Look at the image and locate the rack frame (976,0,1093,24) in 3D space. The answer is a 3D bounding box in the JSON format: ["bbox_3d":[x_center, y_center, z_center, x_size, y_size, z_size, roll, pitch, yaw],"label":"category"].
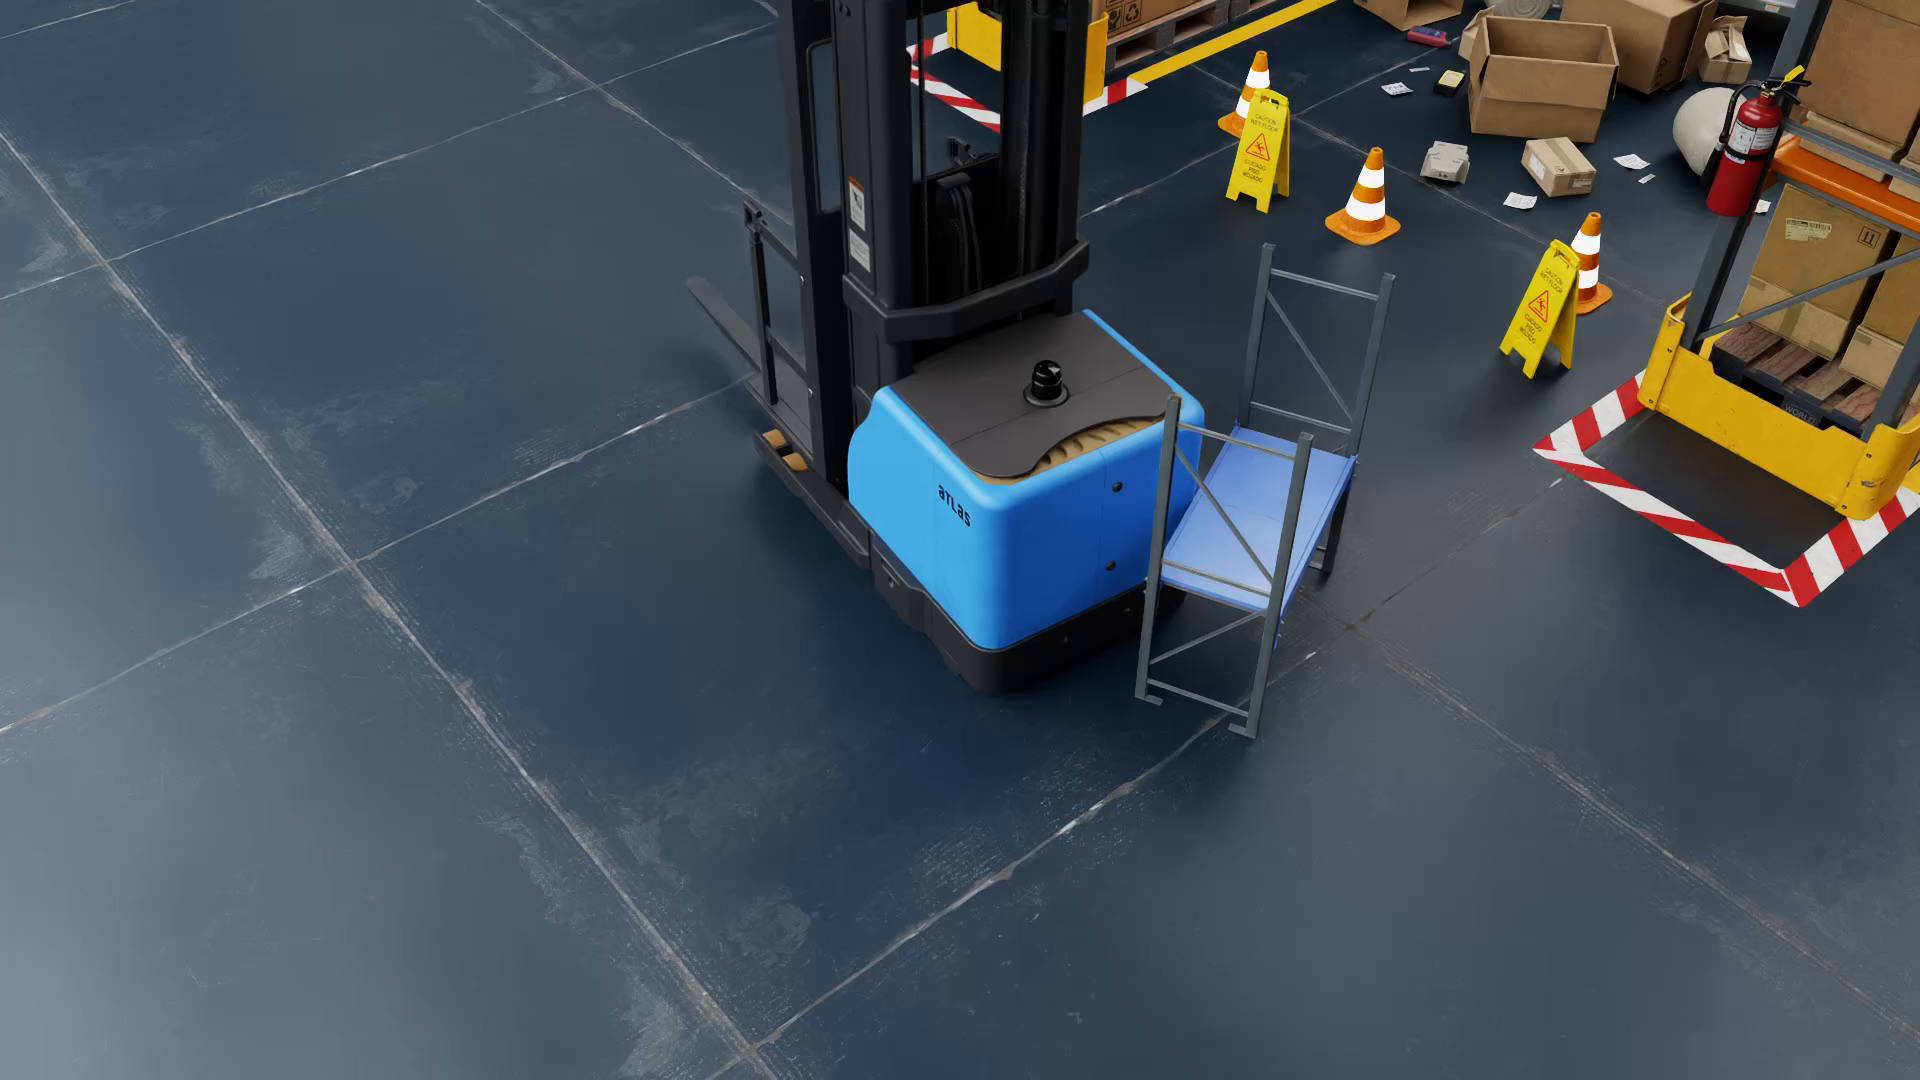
[{"bbox_3d":[0.414,-4.064,9.386,0.127,3.000,1.000,-30,51,-28],"label":"rack frame"}]

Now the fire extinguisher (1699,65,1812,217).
[{"bbox_3d":[3.284,-1.673,6.897,0.183,0.674,0.296,-30,51,-28],"label":"fire extinguisher"}]

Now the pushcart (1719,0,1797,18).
[{"bbox_3d":[5.235,-3.486,10.686,1.648,0.377,0.936,22,47,21],"label":"pushcart"}]

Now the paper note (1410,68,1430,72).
[{"bbox_3d":[2.866,-2.932,10.365,0.123,0.001,0.032,-7,44,-7],"label":"paper note"}]

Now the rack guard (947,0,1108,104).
[{"bbox_3d":[0.396,-3.143,10.231,0.348,0.500,1.175,-30,51,-28],"label":"rack guard"}]

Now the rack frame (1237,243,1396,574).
[{"bbox_3d":[1.365,-0.487,6.673,0.500,1.500,0.032,18,46,18],"label":"rack frame"}]

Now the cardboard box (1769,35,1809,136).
[{"bbox_3d":[5.041,-2.600,9.651,0.500,0.500,0.500,0,43,0],"label":"cardboard box"}]

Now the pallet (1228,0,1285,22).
[{"bbox_3d":[1.913,-3.973,11.326,1.213,0.211,1.003,-30,51,-28],"label":"pallet"}]

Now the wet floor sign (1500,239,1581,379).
[{"bbox_3d":[2.835,-1.130,7.981,0.232,0.644,0.267,-14,45,-14],"label":"wet floor sign"}]

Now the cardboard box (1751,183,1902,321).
[{"bbox_3d":[4.115,-1.422,7.727,0.500,0.500,0.500,-29,51,-28],"label":"cardboard box"}]

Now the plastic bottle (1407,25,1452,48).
[{"bbox_3d":[3.014,-3.212,10.625,0.283,0.061,0.133,22,47,21],"label":"plastic bottle"}]

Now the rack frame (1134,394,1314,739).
[{"bbox_3d":[0.923,0.140,6.006,0.500,1.500,0.032,18,46,18],"label":"rack frame"}]

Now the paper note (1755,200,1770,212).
[{"bbox_3d":[4.405,-1.862,9.210,0.142,0.019,0.148,22,47,21],"label":"paper note"}]

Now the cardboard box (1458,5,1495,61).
[{"bbox_3d":[3.346,-3.102,10.359,0.258,0.266,0.396,-21,47,-21],"label":"cardboard box"}]

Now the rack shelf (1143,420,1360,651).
[{"bbox_3d":[1.144,-0.042,6.462,0.538,0.185,1.000,18,46,18],"label":"rack shelf"}]

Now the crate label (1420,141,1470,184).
[{"bbox_3d":[2.760,-2.144,9.432,0.250,0.136,0.298,14,45,15],"label":"crate label"}]

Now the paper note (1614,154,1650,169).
[{"bbox_3d":[3.863,-2.178,9.555,0.142,0.019,0.148,-14,45,-14],"label":"paper note"}]

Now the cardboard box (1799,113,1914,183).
[{"bbox_3d":[3.817,-1.694,7.046,0.250,0.149,0.380,-28,50,-27],"label":"cardboard box"}]

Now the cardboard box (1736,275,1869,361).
[{"bbox_3d":[4.133,-1.167,8.003,0.500,0.250,0.500,-30,51,-28],"label":"cardboard box"}]

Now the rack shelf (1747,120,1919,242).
[{"bbox_3d":[5.202,-2.126,7.848,4.000,0.370,1.077,-30,51,-28],"label":"rack shelf"}]

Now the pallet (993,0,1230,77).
[{"bbox_3d":[0.977,-3.440,10.759,1.213,0.211,1.003,-30,51,-28],"label":"pallet"}]

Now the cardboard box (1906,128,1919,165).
[{"bbox_3d":[4.209,-1.717,6.596,0.500,0.500,0.500,-31,51,-28],"label":"cardboard box"}]

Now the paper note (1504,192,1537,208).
[{"bbox_3d":[3.116,-1.888,9.237,0.148,0.019,0.142,22,47,21],"label":"paper note"}]

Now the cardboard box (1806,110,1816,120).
[{"bbox_3d":[3.940,-1.864,7.227,0.250,0.149,0.380,-30,51,-28],"label":"cardboard box"}]

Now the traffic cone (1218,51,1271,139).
[{"bbox_3d":[1.733,-2.627,9.709,0.334,0.463,0.336,-30,51,-28],"label":"traffic cone"}]

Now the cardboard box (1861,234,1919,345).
[{"bbox_3d":[4.482,-1.153,7.441,0.500,0.500,0.500,-32,52,-29],"label":"cardboard box"}]

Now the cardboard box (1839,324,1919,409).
[{"bbox_3d":[4.464,-0.869,7.686,0.500,0.250,0.500,-30,51,-28],"label":"cardboard box"}]

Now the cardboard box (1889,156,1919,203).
[{"bbox_3d":[4.061,-1.458,6.795,0.250,0.149,0.380,-30,51,-28],"label":"cardboard box"}]

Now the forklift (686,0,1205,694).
[{"bbox_3d":[-0.276,-1.453,6.656,1.130,2.935,3.031,-24,48,-23],"label":"forklift"}]

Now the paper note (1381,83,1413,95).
[{"bbox_3d":[2.674,-2.760,10.168,0.142,0.017,0.144,-14,45,-14],"label":"paper note"}]

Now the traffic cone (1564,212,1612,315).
[{"bbox_3d":[3.170,-1.451,8.457,0.334,0.463,0.336,-30,51,-28],"label":"traffic cone"}]

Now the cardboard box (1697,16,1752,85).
[{"bbox_3d":[4.734,-3.039,10.292,0.258,0.266,0.396,7,44,7],"label":"cardboard box"}]

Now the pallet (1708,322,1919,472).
[{"bbox_3d":[4.372,-0.865,8.016,1.213,0.211,1.003,-30,51,-28],"label":"pallet"}]

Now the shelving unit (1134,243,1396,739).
[{"bbox_3d":[1.144,-0.174,6.339,0.538,1.500,1.048,18,46,18],"label":"shelving unit"}]

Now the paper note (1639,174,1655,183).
[{"bbox_3d":[3.894,-2.048,9.424,0.123,0.001,0.032,-30,51,-28],"label":"paper note"}]

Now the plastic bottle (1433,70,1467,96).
[{"bbox_3d":[3.015,-2.821,10.209,0.133,0.061,0.283,22,47,21],"label":"plastic bottle"}]

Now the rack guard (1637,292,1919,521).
[{"bbox_3d":[3.726,-0.632,7.557,0.348,0.500,1.175,-30,51,-28],"label":"rack guard"}]

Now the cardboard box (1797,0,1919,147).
[{"bbox_3d":[3.907,-2.037,6.938,0.500,0.500,0.500,-31,51,-29],"label":"cardboard box"}]

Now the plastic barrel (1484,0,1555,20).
[{"bbox_3d":[3.596,-3.578,10.751,0.421,0.421,0.512,0,43,0],"label":"plastic barrel"}]

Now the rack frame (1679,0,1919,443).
[{"bbox_3d":[3.668,-1.509,6.666,0.127,3.000,1.000,-30,51,-28],"label":"rack frame"}]

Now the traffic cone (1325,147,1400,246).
[{"bbox_3d":[2.197,-1.884,8.918,0.334,0.463,0.336,-30,51,-28],"label":"traffic cone"}]

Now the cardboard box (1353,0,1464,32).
[{"bbox_3d":[2.950,-3.690,10.812,0.500,0.500,0.500,-21,47,-21],"label":"cardboard box"}]

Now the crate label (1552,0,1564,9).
[{"bbox_3d":[3.997,-3.643,11.029,0.298,0.136,0.250,7,44,7],"label":"crate label"}]

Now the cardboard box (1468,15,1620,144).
[{"bbox_3d":[3.391,-2.700,9.758,0.797,0.503,0.637,7,44,7],"label":"cardboard box"}]

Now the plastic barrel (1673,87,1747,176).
[{"bbox_3d":[4.281,-2.272,9.360,0.421,0.421,0.512,0,43,0],"label":"plastic barrel"}]

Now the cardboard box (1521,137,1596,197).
[{"bbox_3d":[3.376,-2.106,9.384,0.250,0.149,0.380,-7,44,-7],"label":"cardboard box"}]

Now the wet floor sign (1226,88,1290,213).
[{"bbox_3d":[1.662,-2.154,9.072,0.267,0.644,0.232,30,51,28],"label":"wet floor sign"}]

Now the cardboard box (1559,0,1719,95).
[{"bbox_3d":[4.103,-3.165,10.153,0.503,0.637,0.797,-30,51,-28],"label":"cardboard box"}]

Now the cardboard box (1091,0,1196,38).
[{"bbox_3d":[0.892,-3.775,10.324,0.875,0.875,0.875,-29,51,-28],"label":"cardboard box"}]
